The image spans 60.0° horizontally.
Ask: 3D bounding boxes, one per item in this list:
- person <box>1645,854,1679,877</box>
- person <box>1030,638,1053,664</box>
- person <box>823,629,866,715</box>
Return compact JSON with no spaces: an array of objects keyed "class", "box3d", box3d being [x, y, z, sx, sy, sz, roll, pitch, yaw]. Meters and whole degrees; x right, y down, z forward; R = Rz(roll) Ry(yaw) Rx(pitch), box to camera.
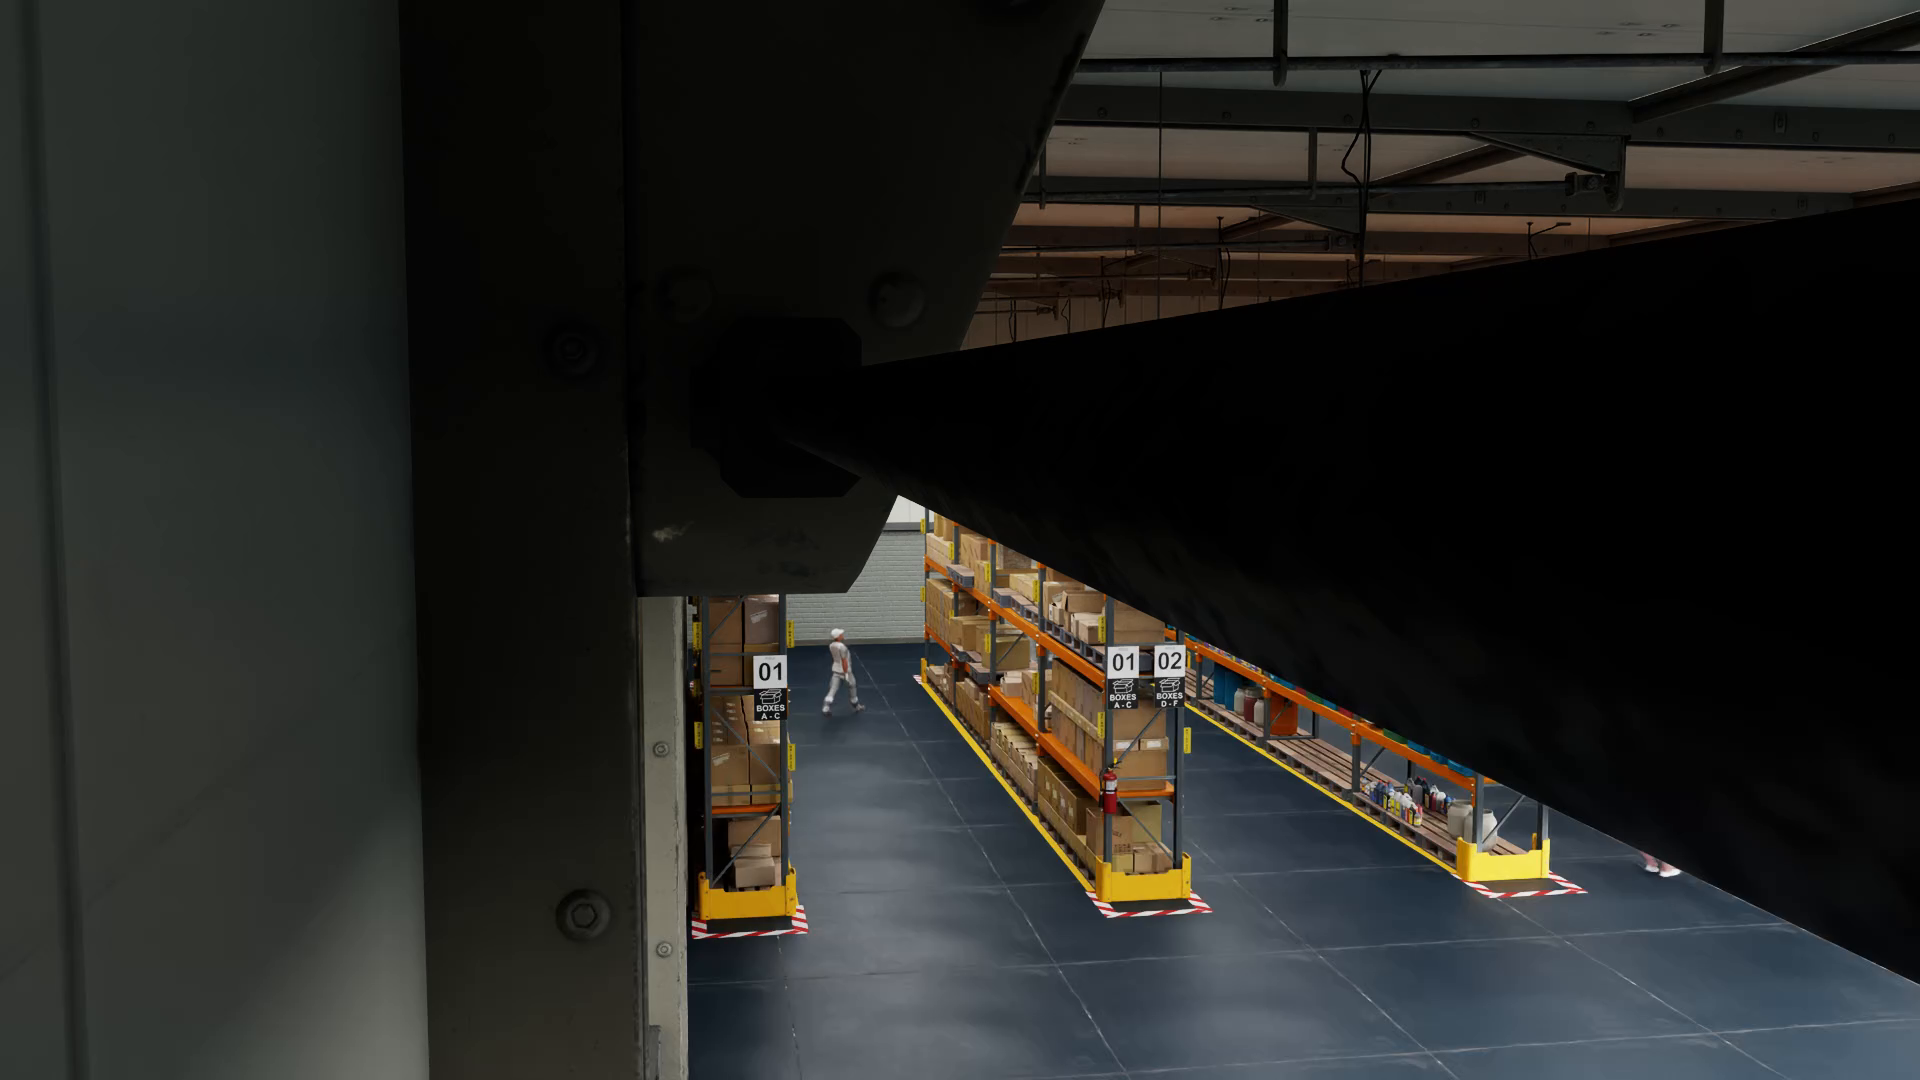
[{"class":"person","box3d":[9.306,3.598,21.865,0.336,1.709,0.532,-4,7,-41]},{"class":"person","box3d":[1.885,2.023,38.932,0.607,1.760,0.760,4,6,37]},{"class":"person","box3d":[-2.289,2.589,32.685,0.531,1.733,1.040,4,6,37]}]
